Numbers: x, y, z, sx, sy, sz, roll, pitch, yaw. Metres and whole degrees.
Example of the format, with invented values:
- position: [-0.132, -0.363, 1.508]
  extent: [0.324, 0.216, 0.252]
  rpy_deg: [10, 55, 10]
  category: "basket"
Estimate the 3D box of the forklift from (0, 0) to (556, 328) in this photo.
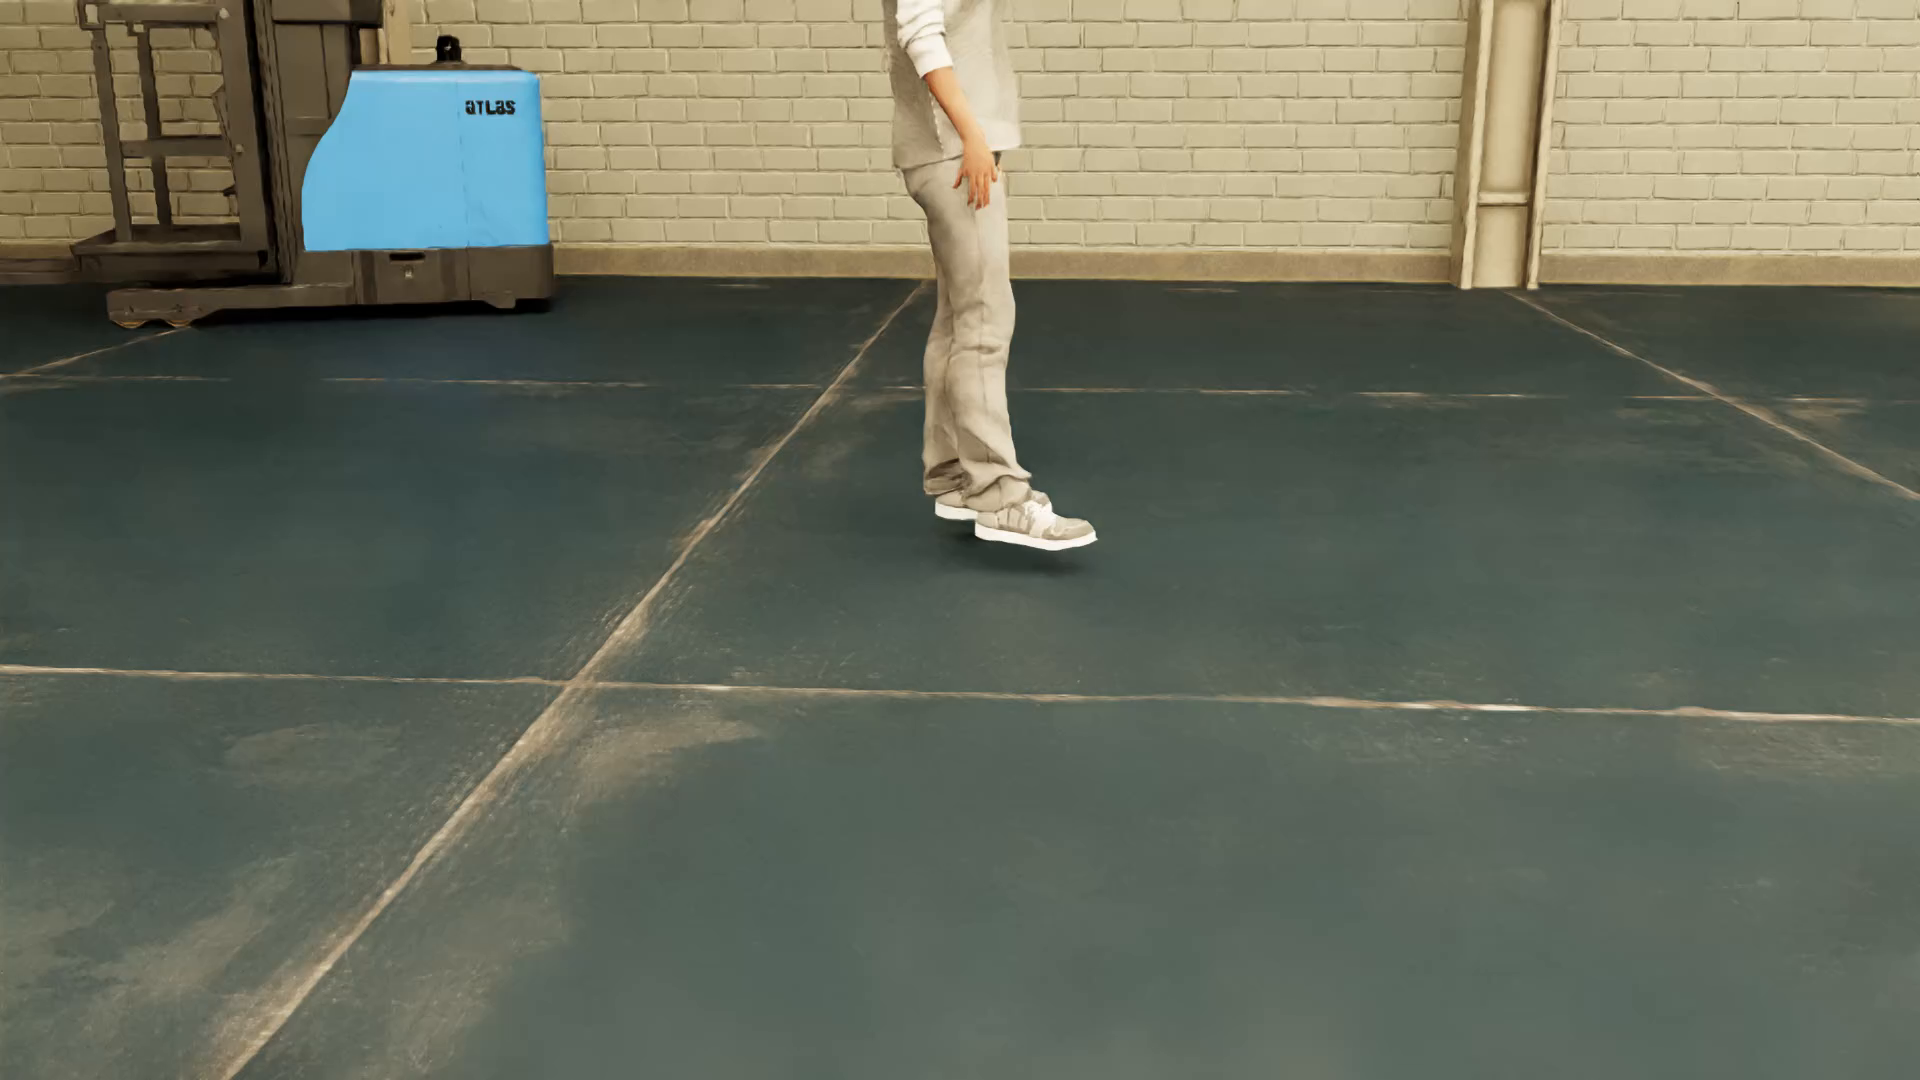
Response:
- position: [-3.451, -2.483, 7.361]
  extent: [3.031, 2.935, 1.130]
  rpy_deg: [-4, 16, -15]
  category: "forklift"

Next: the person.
- position: [0.072, -0.811, 3.574]
  extent: [0.476, 1.596, 0.521]
  rpy_deg: [1, 15, 4]
  category: "person"
